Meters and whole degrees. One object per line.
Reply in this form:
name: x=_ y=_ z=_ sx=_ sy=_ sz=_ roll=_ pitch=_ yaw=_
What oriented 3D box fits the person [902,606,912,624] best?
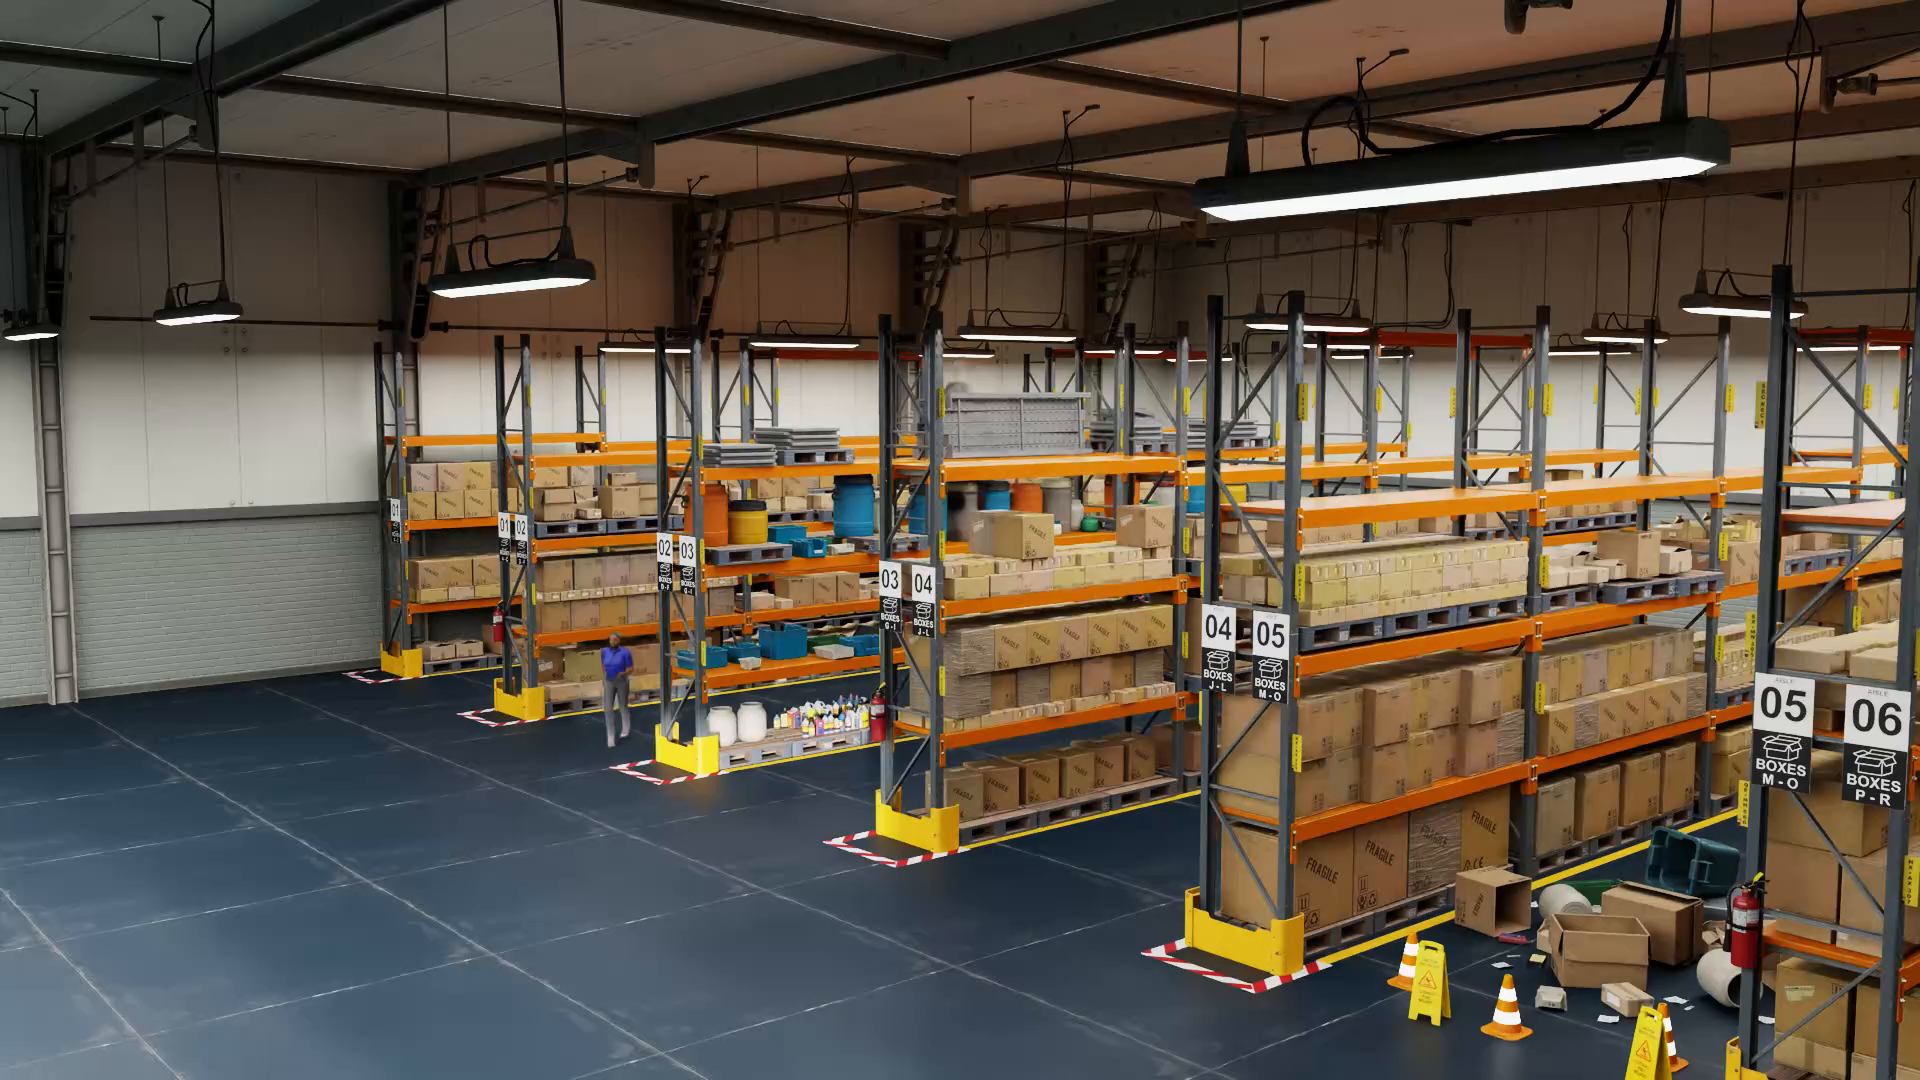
person: x=-1.070 y=1.066 z=35.071 sx=0.681 sy=1.822 sz=0.977 roll=3 pitch=6 yaw=33

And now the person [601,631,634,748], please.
person: x=-4.986 y=2.162 z=24.221 sx=0.507 sy=1.713 sz=0.862 roll=0 pitch=5 yaw=-3
